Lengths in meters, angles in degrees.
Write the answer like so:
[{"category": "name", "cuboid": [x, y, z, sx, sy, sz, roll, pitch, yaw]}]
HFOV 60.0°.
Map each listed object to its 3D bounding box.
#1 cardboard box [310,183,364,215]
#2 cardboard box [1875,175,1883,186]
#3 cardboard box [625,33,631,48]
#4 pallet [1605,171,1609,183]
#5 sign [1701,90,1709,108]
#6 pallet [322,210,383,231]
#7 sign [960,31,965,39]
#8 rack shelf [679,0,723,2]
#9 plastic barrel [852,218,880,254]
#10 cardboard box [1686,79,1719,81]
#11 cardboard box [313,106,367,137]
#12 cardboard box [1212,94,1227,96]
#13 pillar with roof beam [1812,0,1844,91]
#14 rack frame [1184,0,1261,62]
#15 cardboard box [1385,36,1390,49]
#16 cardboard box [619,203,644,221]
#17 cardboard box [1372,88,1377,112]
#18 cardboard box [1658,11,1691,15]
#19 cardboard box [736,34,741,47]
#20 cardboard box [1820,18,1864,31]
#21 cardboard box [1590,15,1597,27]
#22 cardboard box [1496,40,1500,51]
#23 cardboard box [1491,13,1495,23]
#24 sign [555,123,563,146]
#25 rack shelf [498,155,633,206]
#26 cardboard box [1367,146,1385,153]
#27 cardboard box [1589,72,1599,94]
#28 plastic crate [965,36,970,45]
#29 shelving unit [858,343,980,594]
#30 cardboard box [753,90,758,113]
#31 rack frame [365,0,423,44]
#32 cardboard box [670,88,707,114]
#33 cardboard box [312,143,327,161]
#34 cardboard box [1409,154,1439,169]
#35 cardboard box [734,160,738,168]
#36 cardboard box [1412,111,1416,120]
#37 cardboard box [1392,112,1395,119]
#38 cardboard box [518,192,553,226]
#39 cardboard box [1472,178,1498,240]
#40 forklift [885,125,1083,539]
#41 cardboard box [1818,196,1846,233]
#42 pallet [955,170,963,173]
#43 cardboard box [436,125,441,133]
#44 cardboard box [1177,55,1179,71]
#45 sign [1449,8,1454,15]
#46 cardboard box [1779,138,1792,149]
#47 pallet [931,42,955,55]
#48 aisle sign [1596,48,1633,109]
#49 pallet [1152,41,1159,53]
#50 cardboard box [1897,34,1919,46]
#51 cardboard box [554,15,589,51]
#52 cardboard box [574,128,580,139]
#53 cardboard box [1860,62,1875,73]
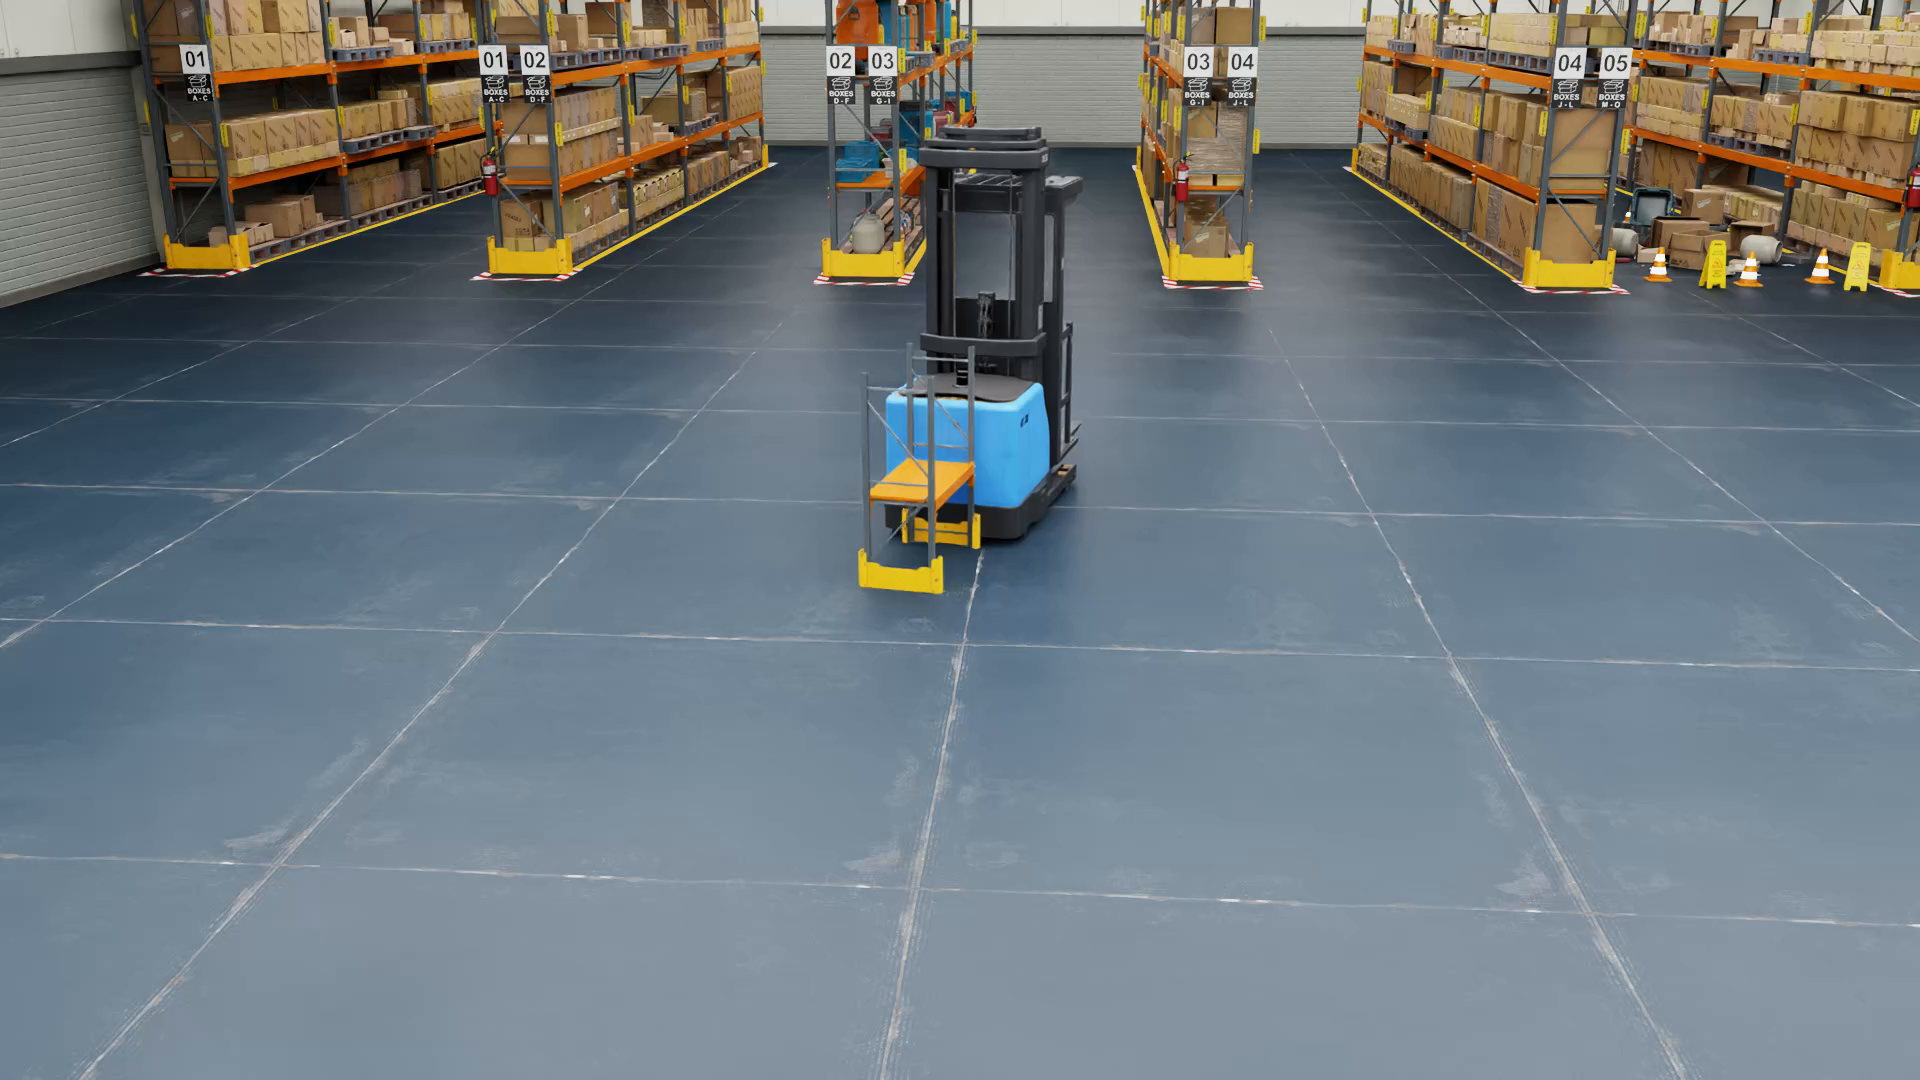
[{"category": "cardboard box", "cuboid": [-10.919, -5.978, 29.157, 0.700, 0.500, 0.500, 2, 18, 6]}, {"category": "cardboard box", "cuboid": [13.225, -5.094, 23.556, 0.380, 0.149, 0.250, 1, 18, 3]}, {"category": "cardboard box", "cuboid": [-5.923, -8.534, 28.399, 0.500, 0.250, 0.500, 0, 18, -1]}, {"category": "pallet", "cuboid": [14.542, -7.949, 36.342, 1.003, 0.211, 1.213, 1, 18, 4]}, {"category": "sign", "cuboid": [13.484, -7.979, 30.096, 0.100, 0.325, 0.005, 1, 18, 4]}, {"category": "pallet", "cuboid": [-10.901, -5.644, 29.310, 1.003, 0.211, 1.213, 1, 18, 4]}, {"category": "sign", "cuboid": [0.049, -10.408, 34.537, 0.100, 0.325, 0.005, 1, 18, 4]}, {"category": "rack shelf", "cuboid": [-5.584, -10.801, 32.731, 1.077, 0.370, 4.000, 1, 18, 4]}, {"category": "plastic barrel", "cuboid": [-1.389, -4.488, 24.622, 0.421, 0.512, 0.421, 0, 18, 0]}, {"category": "cardboard box", "cuboid": [14.458, -8.720, 32.451, 0.500, 0.500, 0.500, 2, 18, 6]}, {"category": "cardboard box", "cuboid": [-10.837, -7.315, 29.063, 0.700, 0.500, 0.500, 3, 18, 10]}, {"category": "cardboard box", "cuboid": [3.998, -6.448, 25.041, 0.500, 0.500, 0.500, 1, 18, 4]}, {"category": "pillar with roof beam", "cuboid": [16.361, -13.556, 39.343, 9.100, 9.000, 0.400, 1, 18, 4]}, {"category": "rack frame", "cuboid": [3.580, -8.004, 22.400, 1.000, 3.000, 0.127, 1, 18, 4]}, {"category": "cardboard box", "cuboid": [9.193, -10.406, 34.786, 0.500, 0.250, 0.500, 1, 18, 4]}, {"category": "cardboard box", "cuboid": [-5.738, -5.631, 28.532, 0.500, 0.250, 0.500, 1, 18, 3]}, {"category": "cardboard box", "cuboid": [9.268, -9.559, 36.141, 0.500, 0.500, 0.500, 1, 18, 2]}, {"category": "cardboard box", "cuboid": [14.576, -10.557, 34.012, 0.500, 0.500, 0.500, 2, 18, 5]}, {"category": "cardboard box", "cuboid": [-5.081, -10.913, 36.334, 0.500, 0.250, 0.500, 1, 18, 4]}, {"category": "cardboard box", "cuboid": [14.219, -8.294, 26.863, 0.500, 0.250, 0.500, 1, 18, 3]}, {"category": "cardboard box", "cuboid": [8.880, -7.118, 22.799, 0.380, 0.149, 0.250, 1, 18, 4]}, {"category": "cardboard box", "cuboid": [8.406, -7.544, 25.379, 0.380, 0.149, 0.250, 1, 18, 4]}, {"category": "cardboard box", "cuboid": [8.442, -8.080, 25.736, 0.380, 0.149, 0.250, 1, 18, 4]}, {"category": "sign", "cuboid": [-5.747, -5.811, 23.821, 0.100, 0.325, 0.005, 1, 18, 4]}, {"category": "rack shelf", "cuboid": [-6.157, -5.655, 26.020, 1.077, 0.370, 4.000, 1, 18, 4]}, {"category": "cardboard box", "cuboid": [9.310, -8.711, 37.138, 0.380, 0.149, 0.250, 0, 18, 1]}, {"category": "cardboard box", "cuboid": [14.263, -10.121, 36.727, 0.500, 0.500, 0.500, 1, 18, 2]}, {"category": "plastic crate", "cuboid": [0.001, -11.245, 37.448, 0.450, 0.188, 0.336, 1, 18, 4]}, {"category": "shelving unit", "cuboid": [-0.273, -0.527, 11.624, 0.587, 1.500, 1.083, 5, 19, 15]}, {"category": "cardboard box", "cuboid": [-4.948, -10.086, 38.227, 0.500, 0.500, 0.500, 1, 18, 4]}, {"category": "rack frame", "cuboid": [-10.668, -10.821, 30.995, 1.000, 3.000, 0.127, 1, 18, 4]}, {"category": "cardboard box", "cuboid": [-5.697, -9.208, 34.871, 0.700, 0.500, 0.500, -5, 19, -15]}, {"category": "cardboard box", "cuboid": [-10.731, -6.357, 27.216, 0.500, 0.250, 0.500, 1, 18, 4]}, {"category": "cardboard box", "cuboid": [8.906, -7.240, 31.835, 0.500, 0.250, 0.500, 2, 18, 5]}, {"category": "cardboard box", "cuboid": [-5.142, -8.360, 36.963, 0.380, 0.166, 0.250, 1, 18, 4]}, {"category": "cardboard box", "cuboid": [8.692, -7.964, 31.163, 0.380, 0.149, 0.250, 2, 18, 6]}, {"category": "cardboard box", "cuboid": [8.838, -8.465, 33.168, 0.380, 0.149, 0.250, 1, 18, 4]}, {"category": "cardboard box", "cuboid": [-6.502, -5.109, 25.735, 0.500, 0.500, 0.500, 1, 18, 4]}, {"category": "cardboard box", "cuboid": [8.692, -5.250, 26.365, 0.875, 0.875, 0.875, 2, 18, 5]}, {"category": "forklift", "cuboid": [0.338, -1.821, 13.272, 1.130, 2.935, 3.031, 5, 19, 15]}, {"category": "cardboard box", "cuboid": [13.374, -4.919, 25.156, 0.500, 0.500, 0.500, 2, 18, 7]}, {"category": "pallet", "cuboid": [-0.486, -7.895, 36.179, 1.003, 0.211, 1.213, 1, 18, 4]}, {"category": "cardboard box", "cuboid": [-10.387, -8.035, 32.499, 0.380, 0.149, 0.250, 2, 18, 5]}, {"category": "cardboard box", "cuboid": [3.439, -6.977, 24.323, 0.500, 0.250, 0.500, 2, 18, 5]}, {"category": "sign", "cuboid": [9.934, -10.585, 33.631, 0.100, 0.325, 0.005, 1, 18, 4]}, {"category": "cardboard box", "cuboid": [13.513, -6.421, 26.930, 0.380, 0.149, 0.250, 2, 18, 5]}, {"category": "pallet", "cuboid": [-0.634, -9.320, 31.535, 1.003, 0.211, 1.213, 1, 18, 4]}, {"category": "aisle sign", "cuboid": [8.814, -6.218, 22.408, 0.394, 0.787, 0.004, 1, 18, 4]}, {"category": "pallet", "cuboid": [4.224, -9.522, 32.153, 1.003, 0.211, 1.213, 2, 18, 6]}, {"category": "cardboard box", "cuboid": [13.321, -6.966, 23.169, 0.380, 0.149, 0.250, 1, 18, 4]}, {"category": "cardboard box", "cuboid": [-5.909, -7.625, 24.998, 0.500, 0.500, 0.500, 1, 18, 4]}, {"category": "cardboard box", "cuboid": [-5.985, -6.169, 25.231, 0.380, 0.149, 0.250, 1, 18, 2]}, {"category": "cardboard box", "cuboid": [13.277, -6.833, 24.047, 0.380, 0.149, 0.250, 1, 18, 3]}]
